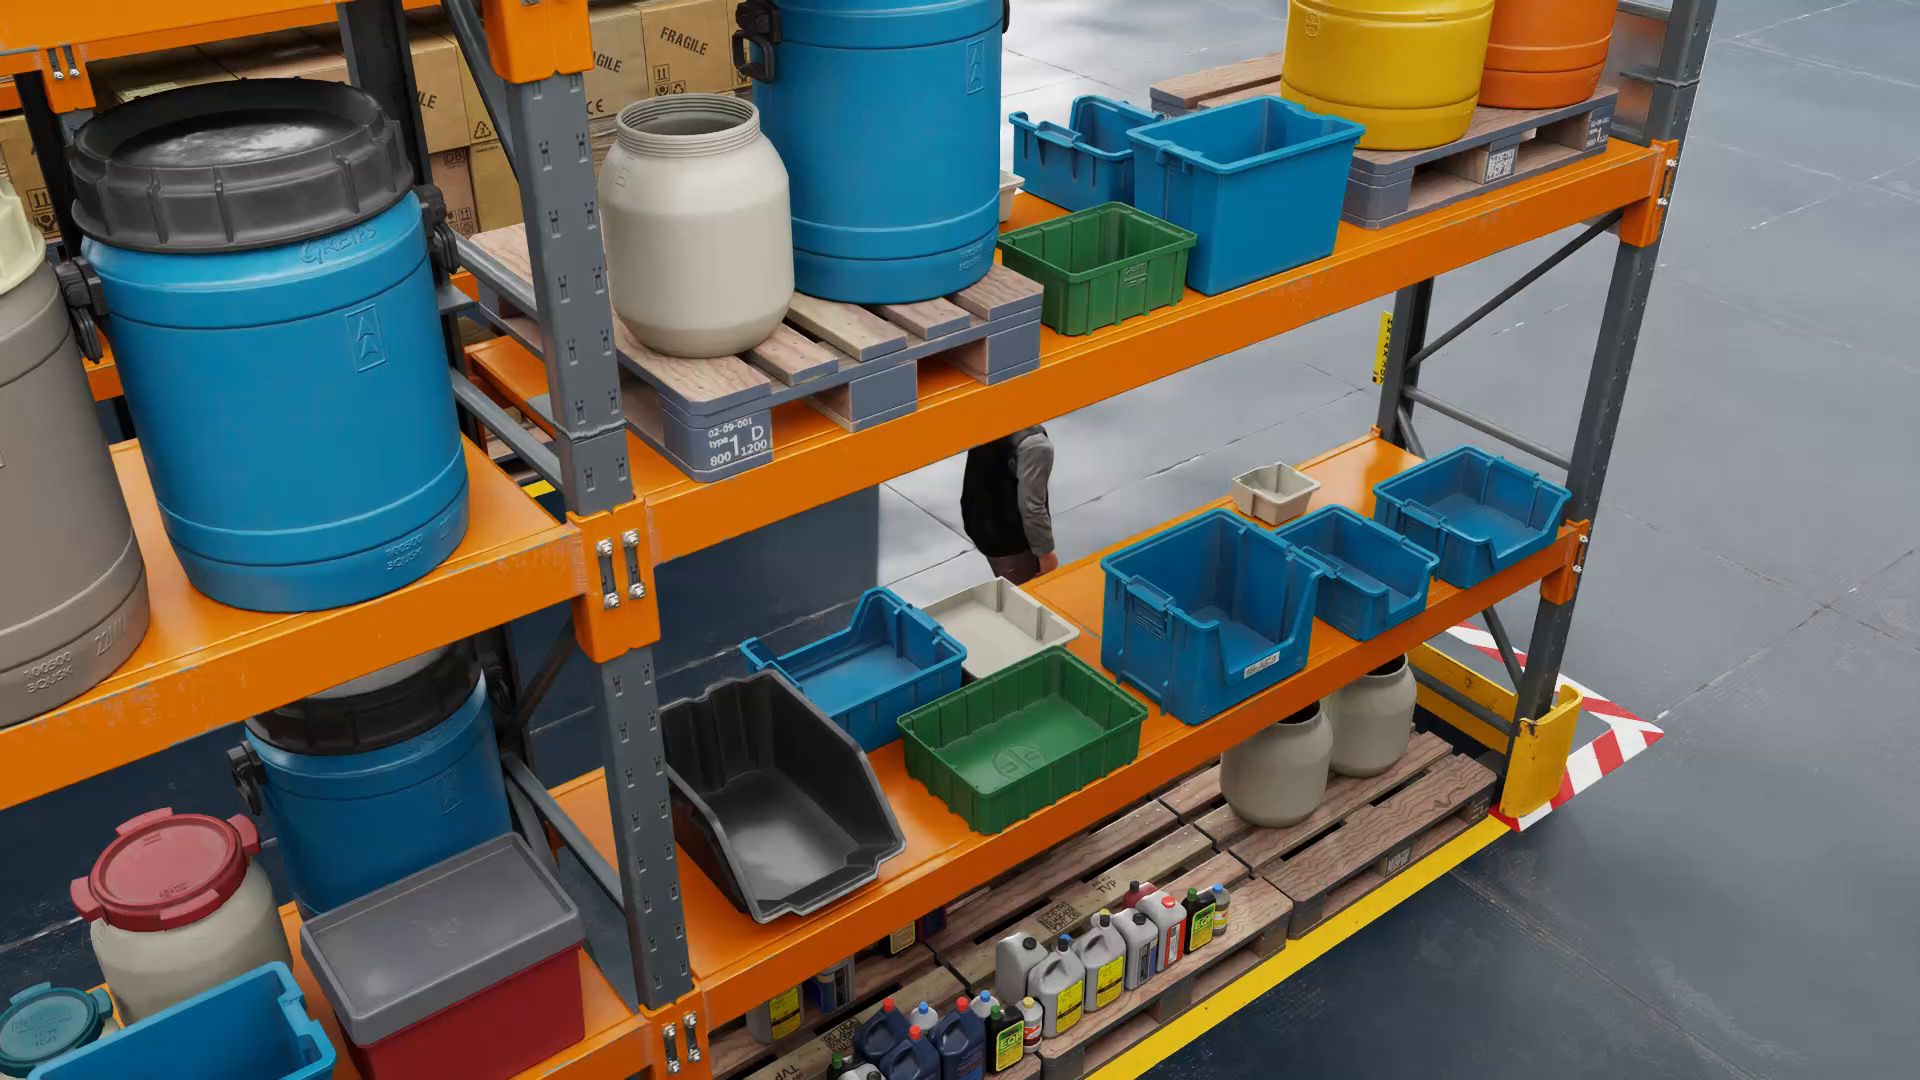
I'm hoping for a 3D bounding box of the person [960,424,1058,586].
[{"bbox_3d":[0.252,-0.030,7.208,0.475,1.720,0.586,-12,34,-19],"label":"person"}]
